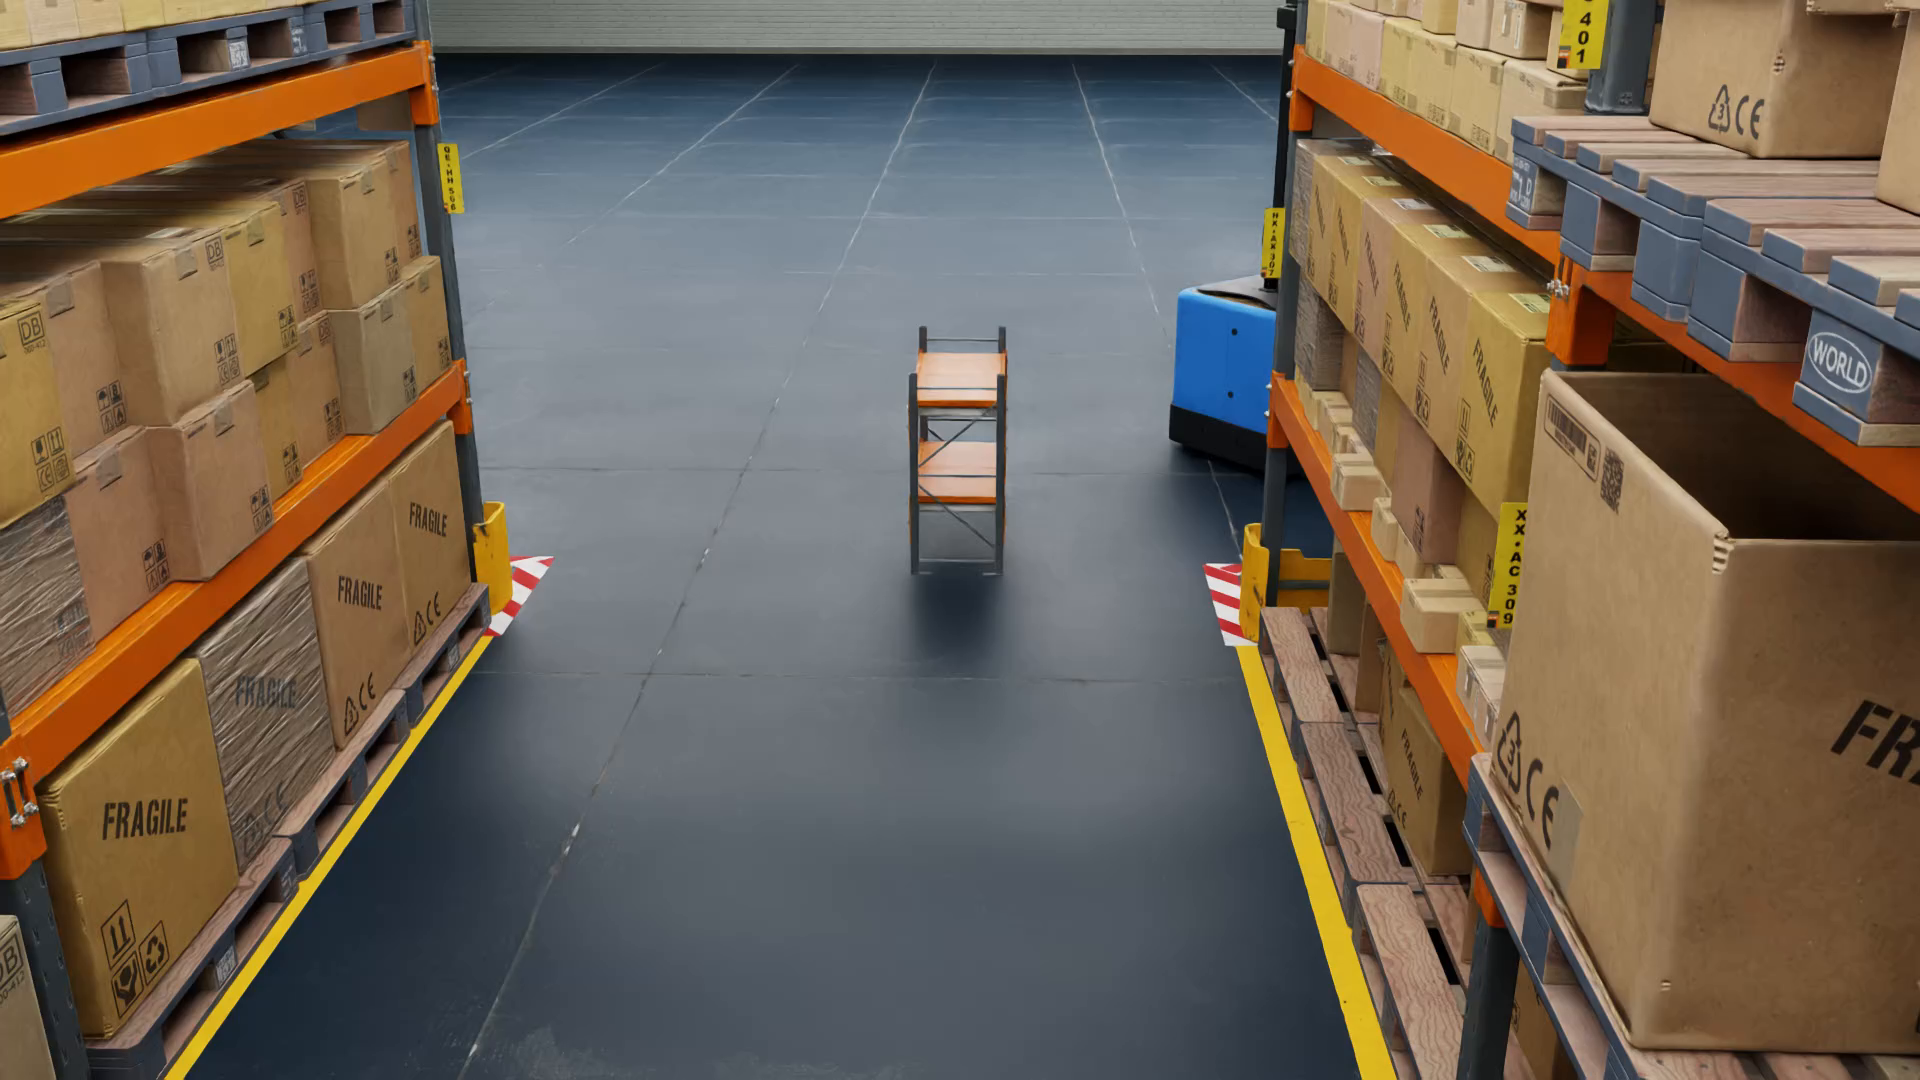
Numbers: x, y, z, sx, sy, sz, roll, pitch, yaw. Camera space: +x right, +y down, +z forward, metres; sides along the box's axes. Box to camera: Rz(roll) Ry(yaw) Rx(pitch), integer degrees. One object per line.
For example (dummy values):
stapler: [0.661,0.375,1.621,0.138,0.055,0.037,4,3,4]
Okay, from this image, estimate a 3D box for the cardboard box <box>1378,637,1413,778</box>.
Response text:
cardboard box: [1.949,0.662,6.552,0.500,0.500,0.500,3,21,7]

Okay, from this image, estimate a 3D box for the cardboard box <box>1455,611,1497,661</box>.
cardboard box: [1.682,0.326,4.888,0.380,0.149,0.250,1,21,2]

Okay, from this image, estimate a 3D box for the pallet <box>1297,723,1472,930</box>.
pallet: [1.904,1.085,6.441,1.003,0.211,1.213,1,21,2]

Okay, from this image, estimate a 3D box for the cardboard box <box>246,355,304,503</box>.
cardboard box: [-3.027,-0.410,6.232,0.875,0.550,0.500,1,21,2]

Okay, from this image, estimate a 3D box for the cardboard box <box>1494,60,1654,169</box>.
cardboard box: [1.637,-1.026,4.087,0.500,0.250,0.500,1,21,4]

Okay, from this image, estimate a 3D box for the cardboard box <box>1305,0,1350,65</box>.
cardboard box: [1.733,-2.133,6.941,0.500,0.250,0.500,1,21,3]

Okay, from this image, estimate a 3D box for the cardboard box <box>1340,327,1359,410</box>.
cardboard box: [2.067,-0.781,6.845,0.875,0.500,0.500,1,21,2]

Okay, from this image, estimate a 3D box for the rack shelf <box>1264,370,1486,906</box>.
rack shelf: [1.945,0.083,6.164,1.077,0.370,4.000,1,21,2]

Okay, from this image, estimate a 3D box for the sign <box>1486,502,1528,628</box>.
sign: [1.342,0.063,4.022,0.100,0.325,0.005,1,21,2]

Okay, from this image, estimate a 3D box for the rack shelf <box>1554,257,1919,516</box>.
rack shelf: [1.824,0.130,1.894,1.077,0.370,4.000,1,21,2]

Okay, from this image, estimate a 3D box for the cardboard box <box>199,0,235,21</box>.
cardboard box: [-2.673,-1.822,5.561,0.380,0.149,0.250,1,21,2]

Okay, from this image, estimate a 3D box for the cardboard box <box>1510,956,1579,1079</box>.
cardboard box: [1.937,1.296,4.918,0.500,0.500,0.500,0,21,0]

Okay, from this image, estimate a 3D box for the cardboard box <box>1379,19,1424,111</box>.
cardboard box: [1.694,-1.579,5.513,0.500,0.250,0.500,1,21,3]

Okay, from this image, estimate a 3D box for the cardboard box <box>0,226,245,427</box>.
cardboard box: [-2.970,-0.721,5.540,0.875,0.550,0.550,1,21,2]

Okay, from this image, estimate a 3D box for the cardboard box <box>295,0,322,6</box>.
cardboard box: [-2.651,-2.099,6.273,0.380,0.149,0.250,0,21,1]

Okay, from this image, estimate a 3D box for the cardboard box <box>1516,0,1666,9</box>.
cardboard box: [1.643,-1.512,3.892,0.500,0.500,0.500,0,21,0]

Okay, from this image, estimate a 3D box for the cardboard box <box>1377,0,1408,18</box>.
cardboard box: [1.693,-1.923,5.849,0.380,0.149,0.250,0,21,-1]

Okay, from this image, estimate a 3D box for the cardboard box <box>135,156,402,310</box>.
cardboard box: [-2.923,-1.307,7.050,0.875,0.550,0.550,1,21,2]

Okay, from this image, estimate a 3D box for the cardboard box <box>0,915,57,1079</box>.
cardboard box: [-2.999,1.458,4.155,1.050,0.750,0.750,1,21,1]

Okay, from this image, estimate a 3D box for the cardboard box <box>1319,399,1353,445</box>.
cardboard box: [1.723,-0.487,6.986,0.380,0.149,0.250,1,21,2]

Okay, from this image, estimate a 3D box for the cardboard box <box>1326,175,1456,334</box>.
cardboard box: [1.681,-1.070,6.208,0.500,0.500,0.500,1,21,2]

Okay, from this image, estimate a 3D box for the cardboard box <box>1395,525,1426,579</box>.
cardboard box: [1.685,0.055,5.588,0.380,0.149,0.250,1,21,2]

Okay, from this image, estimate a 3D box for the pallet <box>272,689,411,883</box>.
pallet: [-2.934,0.963,6.756,1.003,0.211,1.213,1,21,2]

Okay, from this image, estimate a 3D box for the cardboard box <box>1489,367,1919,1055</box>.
cardboard box: [1.720,0.281,3.249,1.000,1.000,1.000,1,21,2]

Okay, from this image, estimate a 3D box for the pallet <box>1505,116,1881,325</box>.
pallet: [1.759,-0.619,3.089,1.213,0.211,1.003,1,21,2]

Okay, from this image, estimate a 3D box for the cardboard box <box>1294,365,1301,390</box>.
cardboard box: [1.759,-0.758,7.684,0.380,0.149,0.250,1,21,2]

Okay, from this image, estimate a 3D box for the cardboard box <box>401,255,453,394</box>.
cardboard box: [-2.914,-1.002,7.758,0.875,0.550,0.550,1,21,2]

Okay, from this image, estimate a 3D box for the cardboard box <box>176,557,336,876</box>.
cardboard box: [-2.957,0.621,6.138,0.875,0.875,0.875,1,21,2]

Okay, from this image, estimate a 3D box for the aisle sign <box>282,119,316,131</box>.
aisle sign: [-3.246,-2.308,7.737,0.394,0.787,0.004,1,21,2]

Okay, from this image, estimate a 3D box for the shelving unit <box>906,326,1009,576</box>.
shelving unit: [0.000,-0.522,9.319,0.538,1.125,1.048,1,21,2]

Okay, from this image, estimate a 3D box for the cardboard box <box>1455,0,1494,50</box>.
cardboard box: [1.609,-1.452,4.634,0.380,0.149,0.250,0,21,0]

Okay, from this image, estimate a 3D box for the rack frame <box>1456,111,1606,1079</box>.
rack frame: [1.885,0.470,4.170,1.000,3.000,0.127,1,21,2]

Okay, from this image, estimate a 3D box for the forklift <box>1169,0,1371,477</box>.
forklift: [2.866,-2.172,11.076,3.031,2.935,1.130,-16,26,-35]

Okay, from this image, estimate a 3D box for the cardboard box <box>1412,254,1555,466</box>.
cardboard box: [1.637,-0.528,4.811,0.500,0.500,0.500,1,21,2]

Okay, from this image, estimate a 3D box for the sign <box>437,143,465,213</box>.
sign: [-2.406,-1.706,7.852,0.100,0.325,0.005,1,21,2]

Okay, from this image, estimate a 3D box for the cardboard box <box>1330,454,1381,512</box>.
cardboard box: [1.617,-0.217,6.289,0.380,0.149,0.250,1,21,2]

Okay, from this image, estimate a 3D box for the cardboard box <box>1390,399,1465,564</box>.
cardboard box: [1.925,-0.239,5.450,0.875,0.500,0.500,1,21,2]

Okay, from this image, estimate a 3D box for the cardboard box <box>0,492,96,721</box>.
cardboard box: [-3.071,0.176,4.722,0.875,0.550,0.550,1,21,2]

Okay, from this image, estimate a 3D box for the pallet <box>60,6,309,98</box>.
pallet: [-2.995,-1.714,5.774,1.003,0.211,1.213,1,21,2]

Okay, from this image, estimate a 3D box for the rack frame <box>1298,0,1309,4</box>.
rack frame: [2.006,-3.773,6.812,1.000,3.000,0.127,1,21,2]

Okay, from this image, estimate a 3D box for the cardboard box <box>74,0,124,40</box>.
cardboard box: [-2.696,-1.547,4.851,0.380,0.149,0.250,0,21,1]

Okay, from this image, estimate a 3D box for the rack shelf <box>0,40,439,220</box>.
rack shelf: [-3.009,-1.407,5.856,1.077,0.370,4.000,1,21,2]

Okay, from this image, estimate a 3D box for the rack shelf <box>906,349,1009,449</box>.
rack shelf: [0.000,-0.795,9.213,0.538,0.278,1.000,1,21,2]
